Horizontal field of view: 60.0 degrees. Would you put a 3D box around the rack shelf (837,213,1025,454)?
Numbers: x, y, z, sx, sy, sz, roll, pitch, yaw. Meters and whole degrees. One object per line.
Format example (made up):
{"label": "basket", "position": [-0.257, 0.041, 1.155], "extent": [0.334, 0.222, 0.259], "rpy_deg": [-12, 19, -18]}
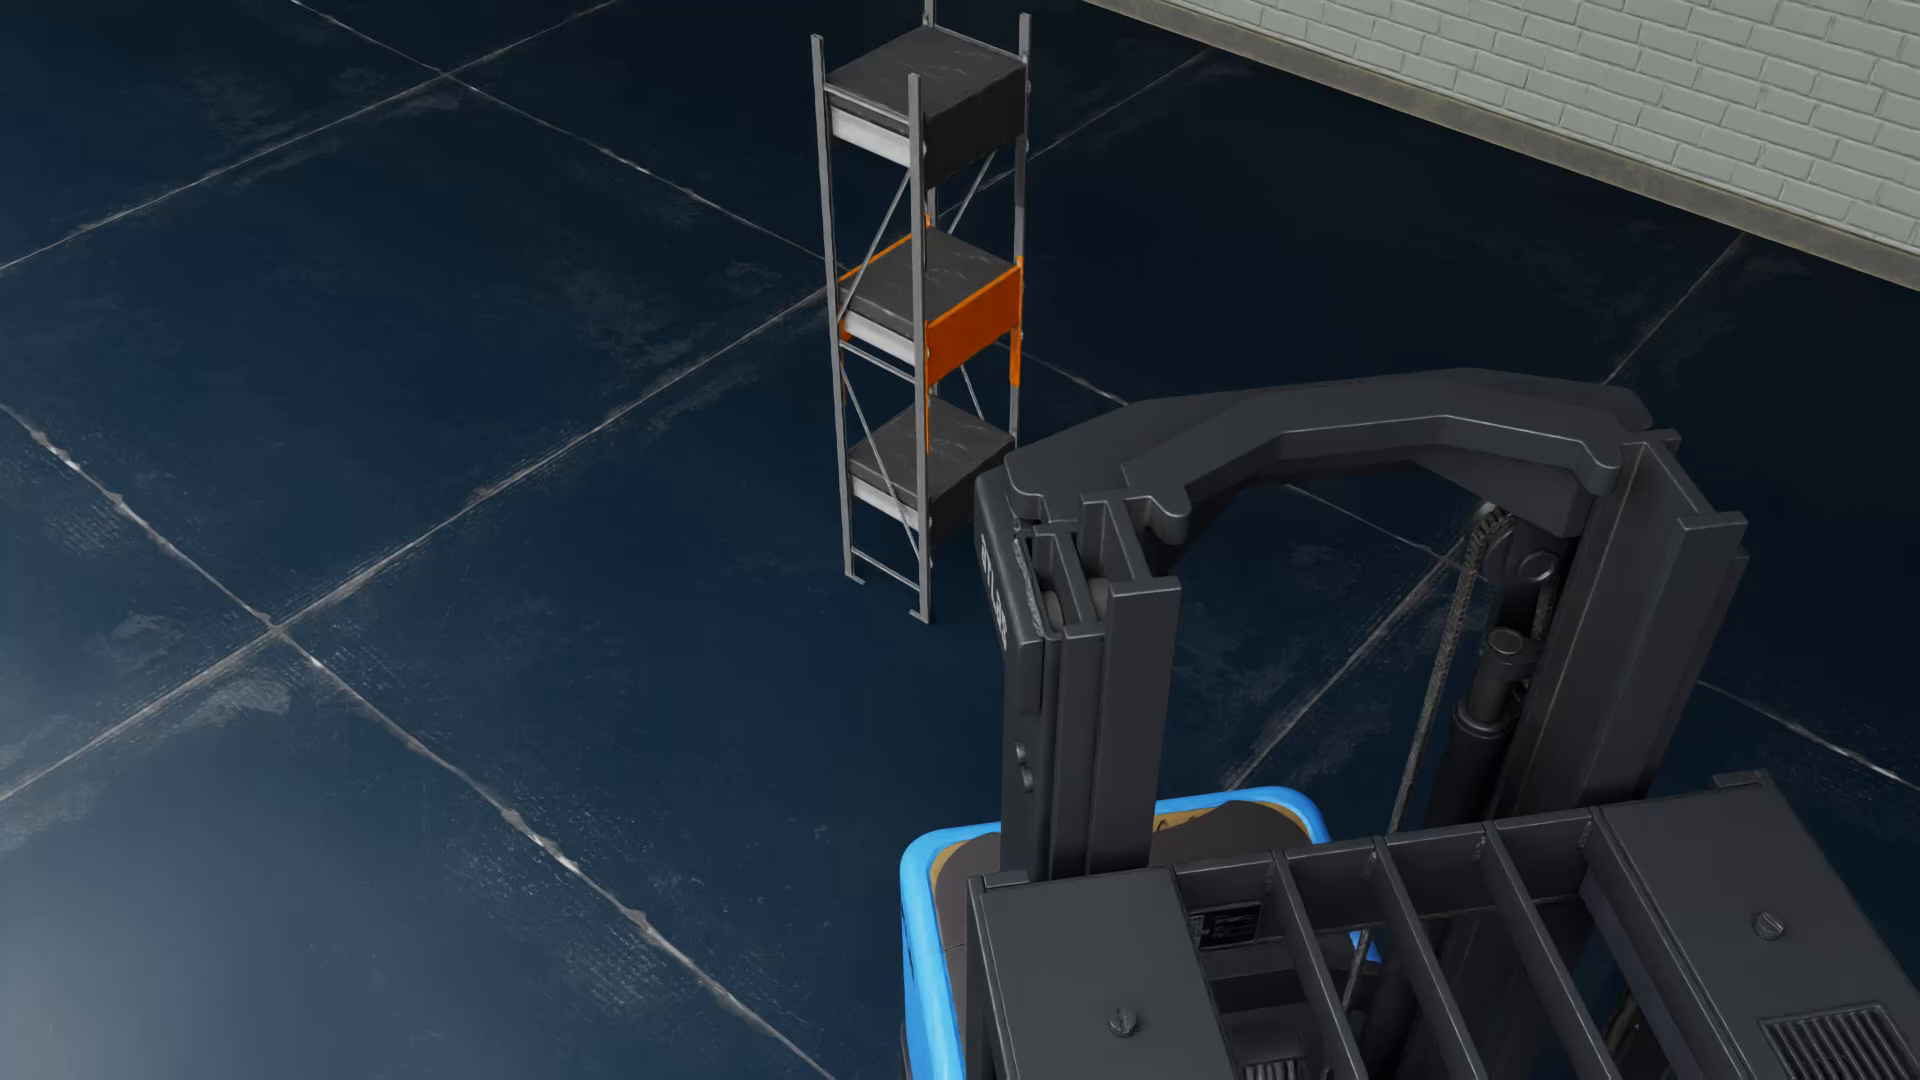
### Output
{"label": "rack shelf", "position": [-0.107, -0.682, 5.459], "extent": [0.431, 0.518, 0.480], "rpy_deg": [29, 50, 28]}

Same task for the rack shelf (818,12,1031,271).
{"label": "rack shelf", "position": [-0.107, -1.199, 4.988], "extent": [0.431, 0.518, 0.480], "rpy_deg": [29, 50, 28]}

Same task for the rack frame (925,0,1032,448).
{"label": "rack frame", "position": [0.050, -0.817, 5.588], "extent": [0.400, 2.100, 0.015], "rpy_deg": [29, 50, 28]}

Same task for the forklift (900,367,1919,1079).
{"label": "forklift", "position": [0.593, 1.325, 2.614], "extent": [1.130, 2.935, 3.031], "rpy_deg": [-6, 43, -7]}

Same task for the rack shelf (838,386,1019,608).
{"label": "rack shelf", "position": [-0.107, -0.164, 5.930], "extent": [0.431, 0.518, 0.480], "rpy_deg": [29, 50, 28]}

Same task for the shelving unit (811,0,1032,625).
{"label": "shelving unit", "position": [-0.107, -0.692, 5.450], "extent": [0.431, 2.100, 0.503], "rpy_deg": [29, 50, 28]}

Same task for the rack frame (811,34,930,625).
{"label": "rack frame", "position": [-0.264, -0.566, 5.312], "extent": [0.400, 2.100, 0.015], "rpy_deg": [29, 50, 28]}
